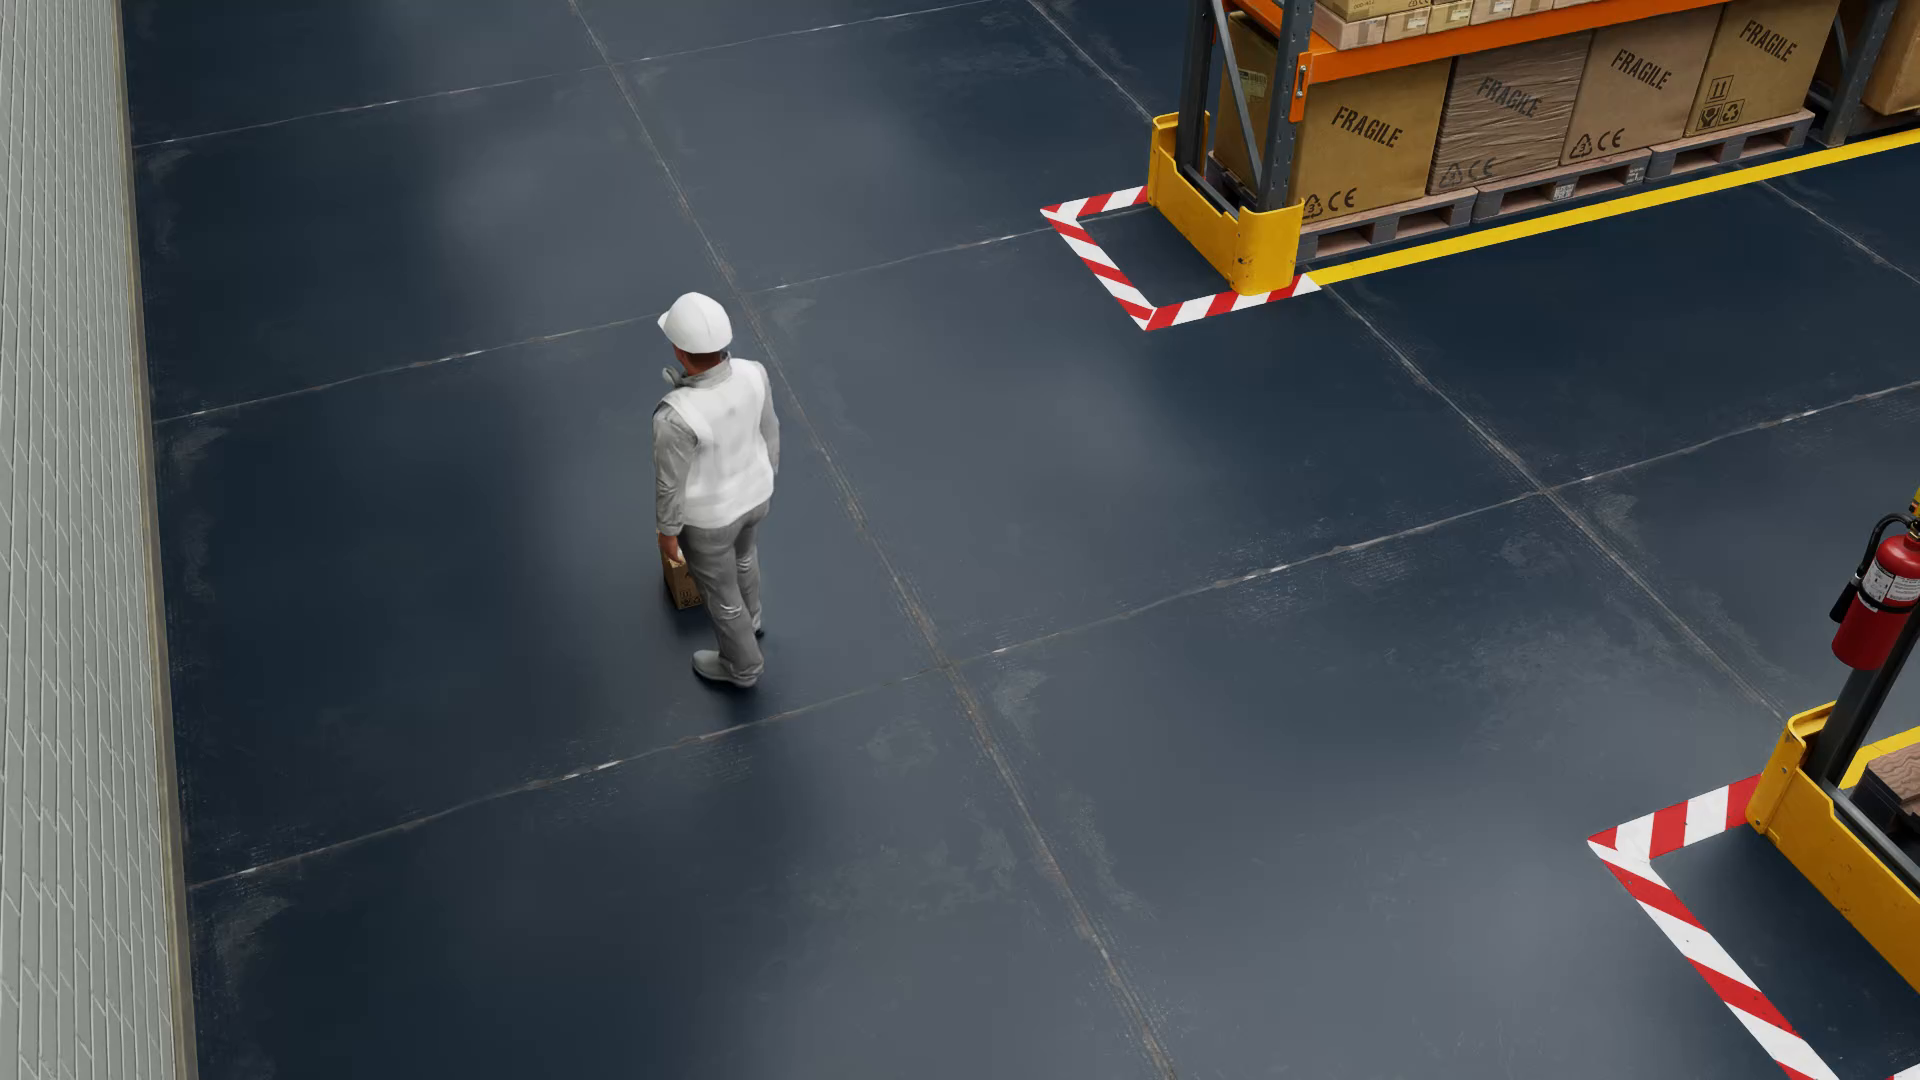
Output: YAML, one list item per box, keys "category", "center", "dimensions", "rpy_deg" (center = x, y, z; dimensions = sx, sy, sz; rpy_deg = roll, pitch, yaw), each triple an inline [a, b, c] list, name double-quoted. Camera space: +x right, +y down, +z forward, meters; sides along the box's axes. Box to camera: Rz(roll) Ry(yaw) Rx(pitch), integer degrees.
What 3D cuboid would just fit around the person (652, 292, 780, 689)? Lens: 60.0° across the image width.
- category: "person"
  center: [-0.986, -0.186, 6.352]
  dimensions: [0.529, 1.791, 0.571]
  rpy_deg: [30, 49, 29]
